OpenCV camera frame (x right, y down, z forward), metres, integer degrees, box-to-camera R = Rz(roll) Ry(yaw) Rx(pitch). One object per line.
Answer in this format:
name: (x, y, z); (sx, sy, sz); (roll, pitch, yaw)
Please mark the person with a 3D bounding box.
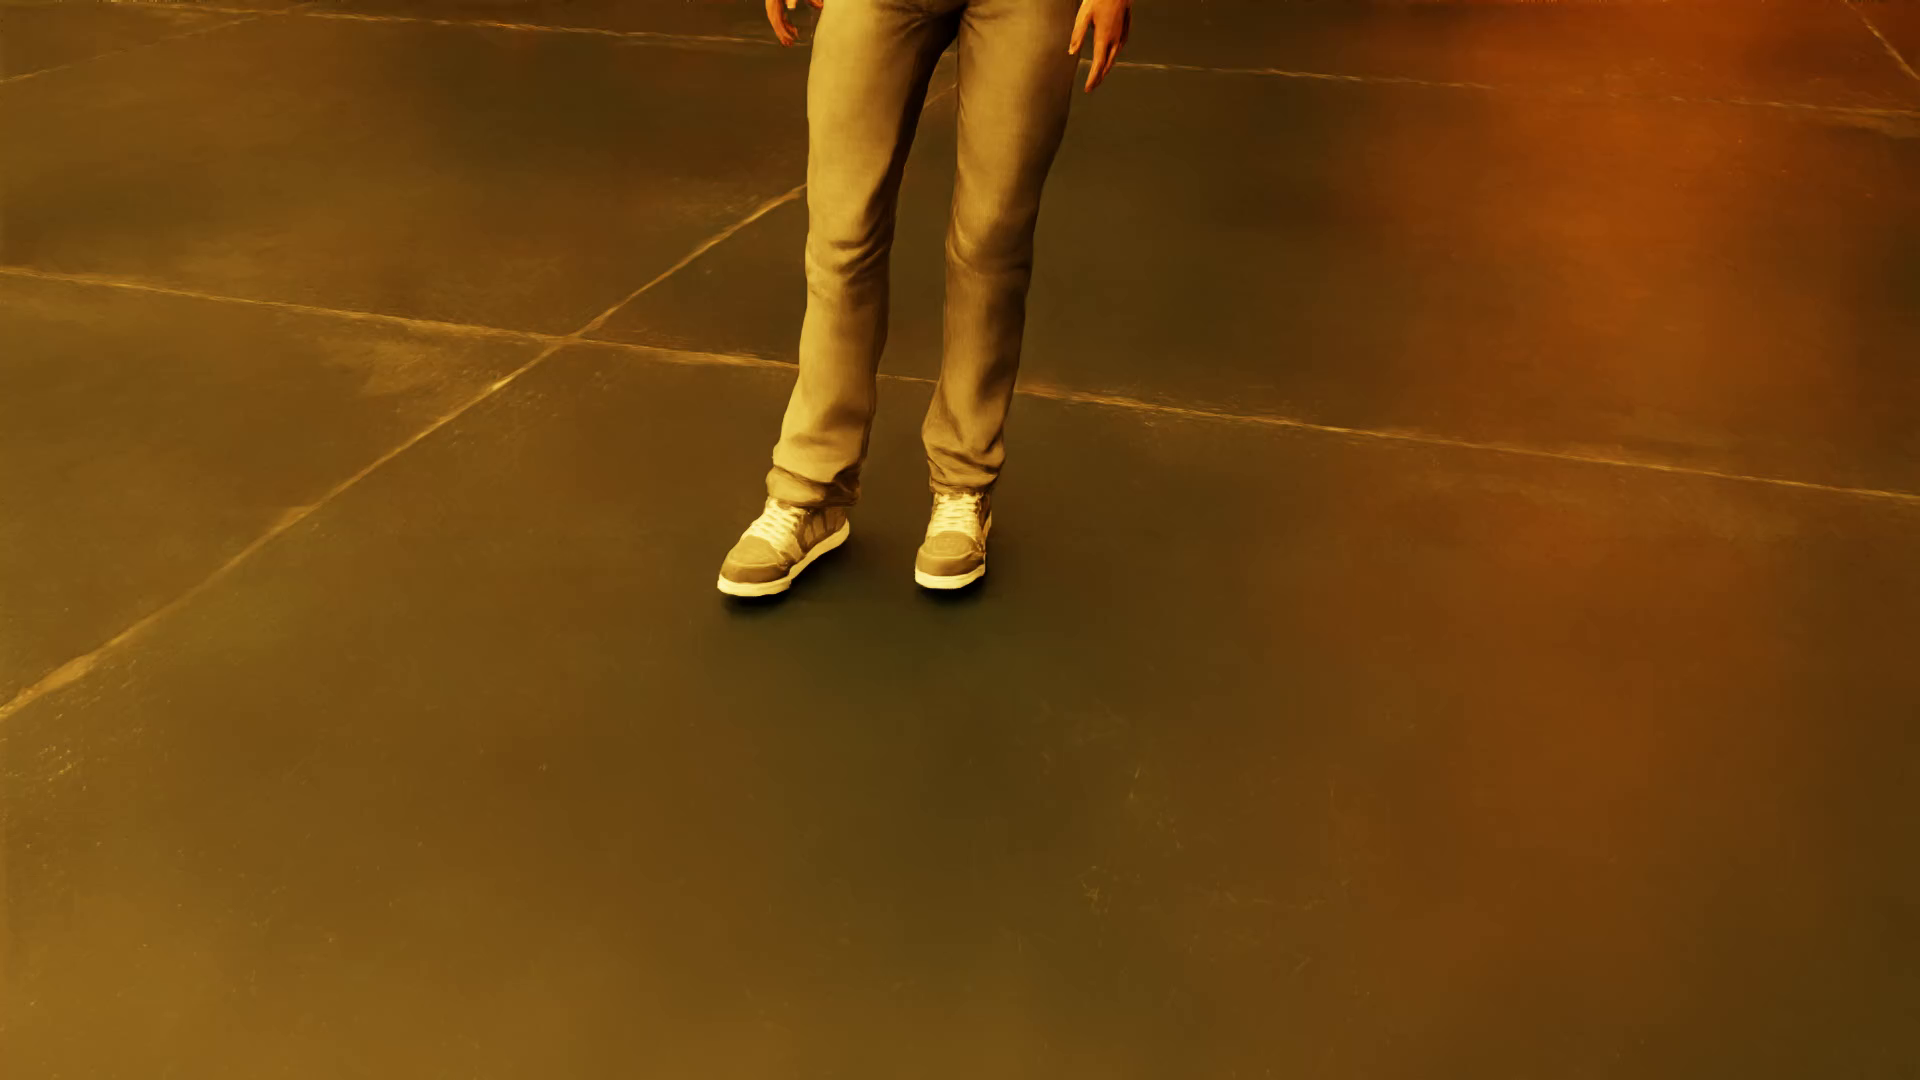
person: (-0.036, -0.686, 2.075); (0.521, 1.594, 0.474); (8, 28, 16)
